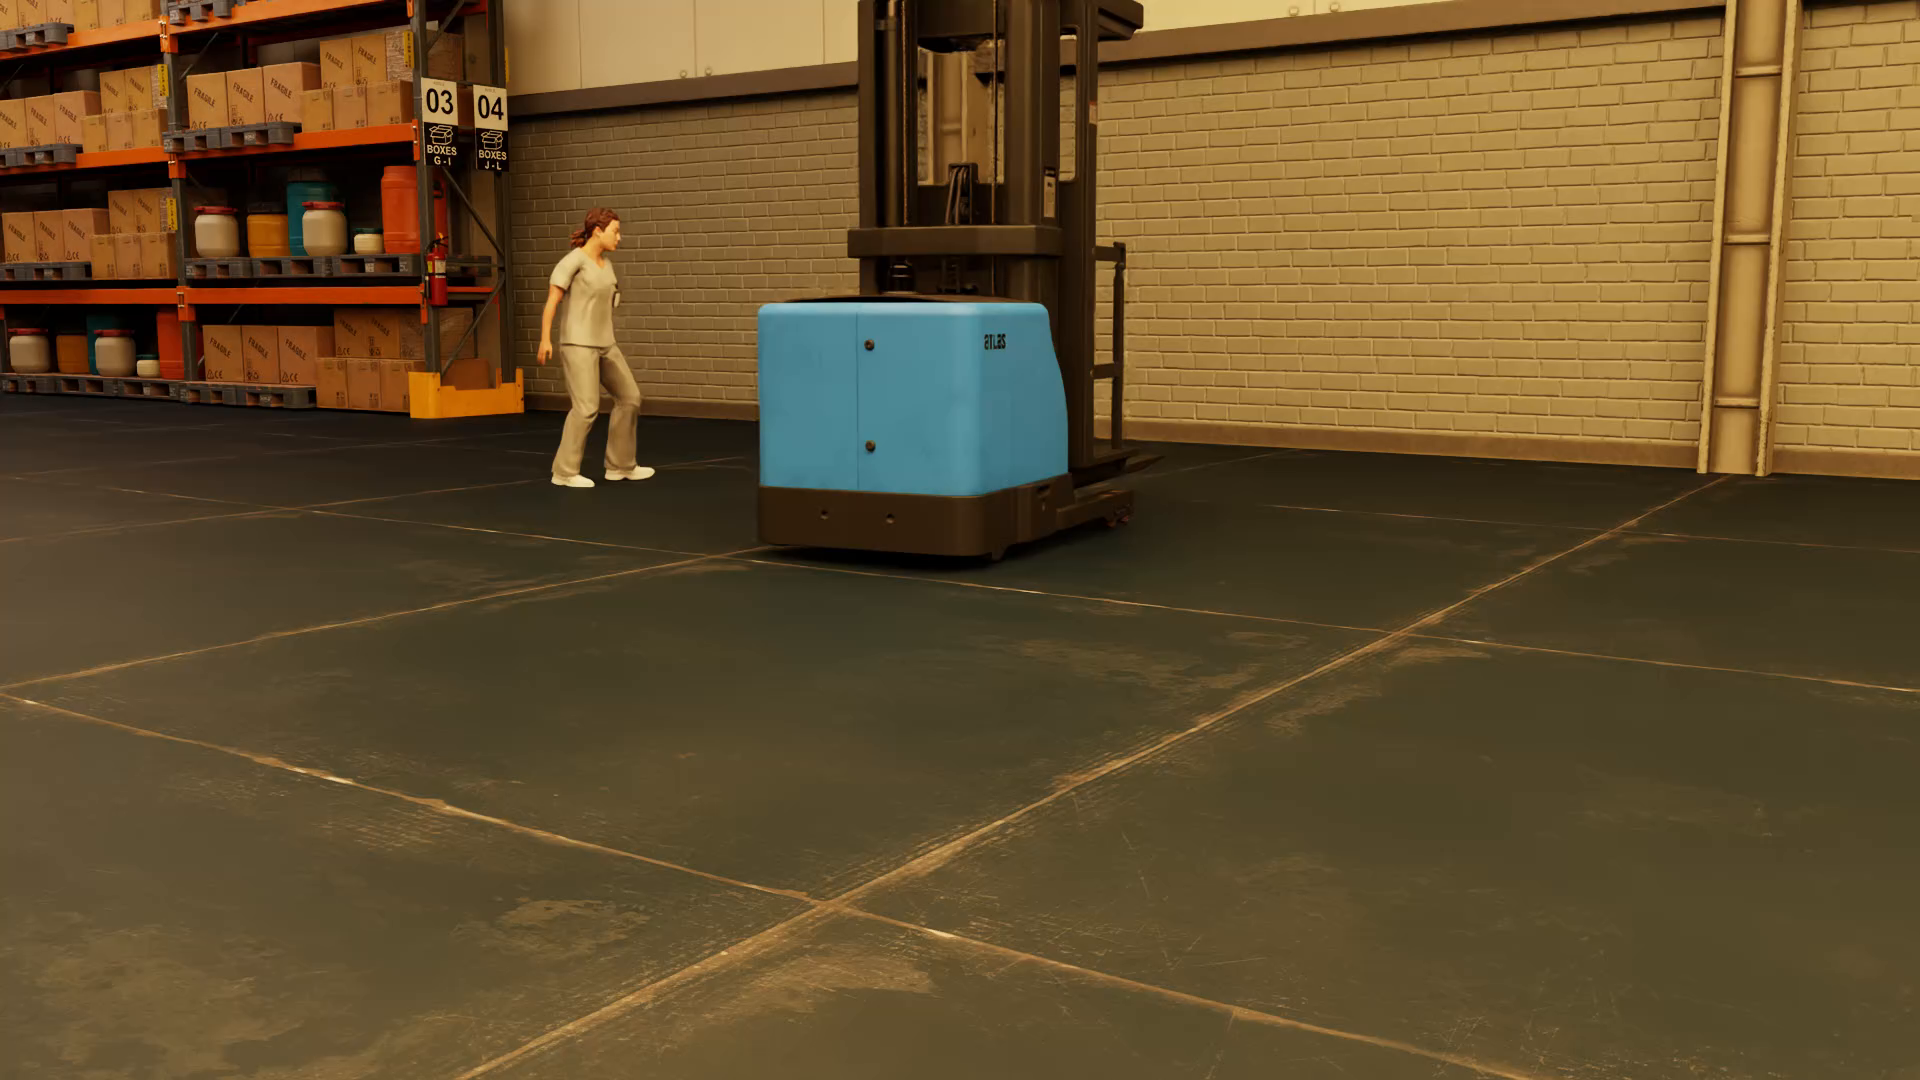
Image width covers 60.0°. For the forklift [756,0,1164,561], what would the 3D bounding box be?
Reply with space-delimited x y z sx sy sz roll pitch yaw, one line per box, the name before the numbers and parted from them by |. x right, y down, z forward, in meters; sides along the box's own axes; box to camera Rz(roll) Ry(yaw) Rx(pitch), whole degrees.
forklift | 0.211 -1.533 7.975 1.130 2.935 3.031 4 9 24

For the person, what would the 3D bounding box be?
person | -2.196 -1.140 9.883 0.398 1.643 0.791 4 9 26
